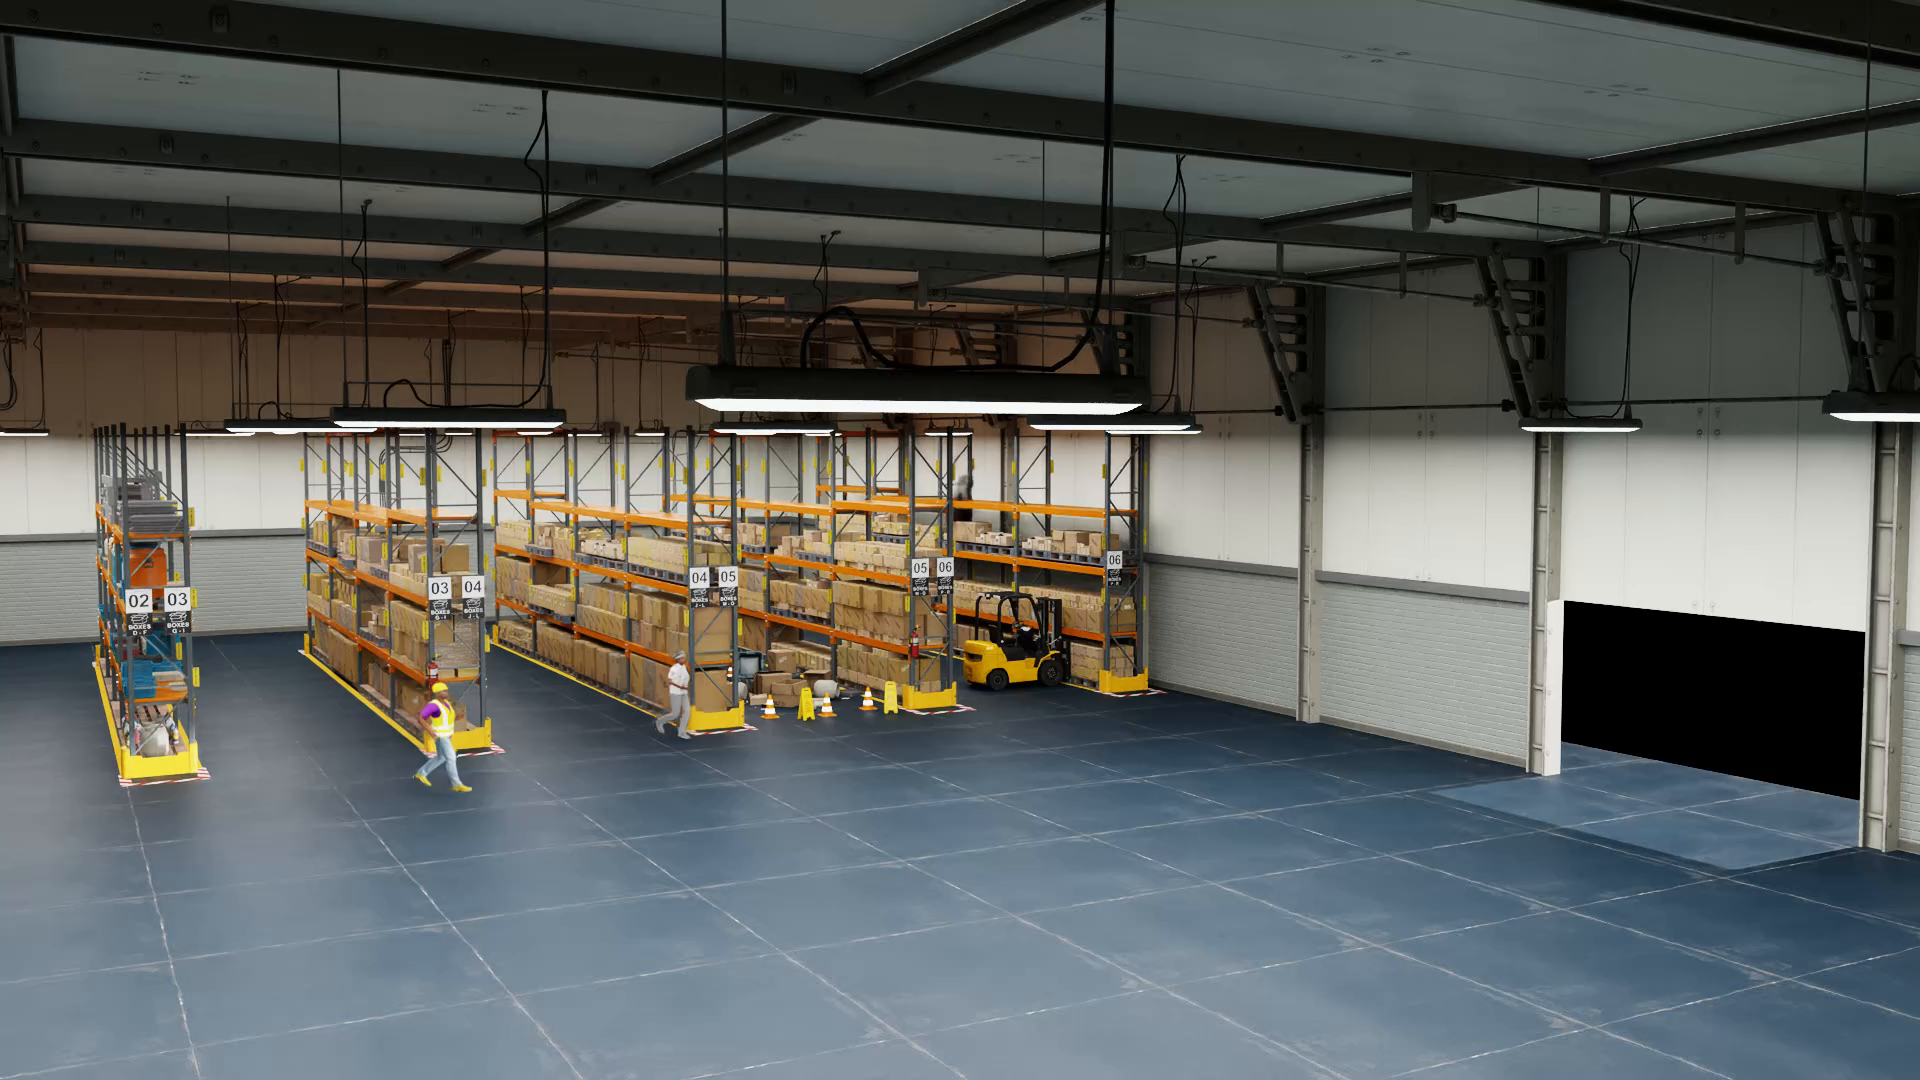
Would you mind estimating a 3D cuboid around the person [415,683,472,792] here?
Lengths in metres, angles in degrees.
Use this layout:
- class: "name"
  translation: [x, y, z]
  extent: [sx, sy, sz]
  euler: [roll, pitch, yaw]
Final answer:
- class: "person"
  translation: [-8.388, 3.179, 26.940]
  extent: [0.990, 1.750, 0.701]
  euler: [0, 3, 3]

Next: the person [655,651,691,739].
- class: "person"
  translation: [-5.448, 2.962, 31.982]
  extent: [0.757, 1.690, 0.594]
  euler: [2, 4, 25]

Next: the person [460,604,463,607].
- class: "person"
  translation: [-12.947, 2.218, 44.069]
  extent: [0.546, 1.726, 0.747]
  euler: [-2, 4, -32]

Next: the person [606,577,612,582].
- class: "person"
  translation: [-10.415, 1.891, 49.698]
  extent: [0.892, 1.591, 0.536]
  euler: [-2, 4, -33]
